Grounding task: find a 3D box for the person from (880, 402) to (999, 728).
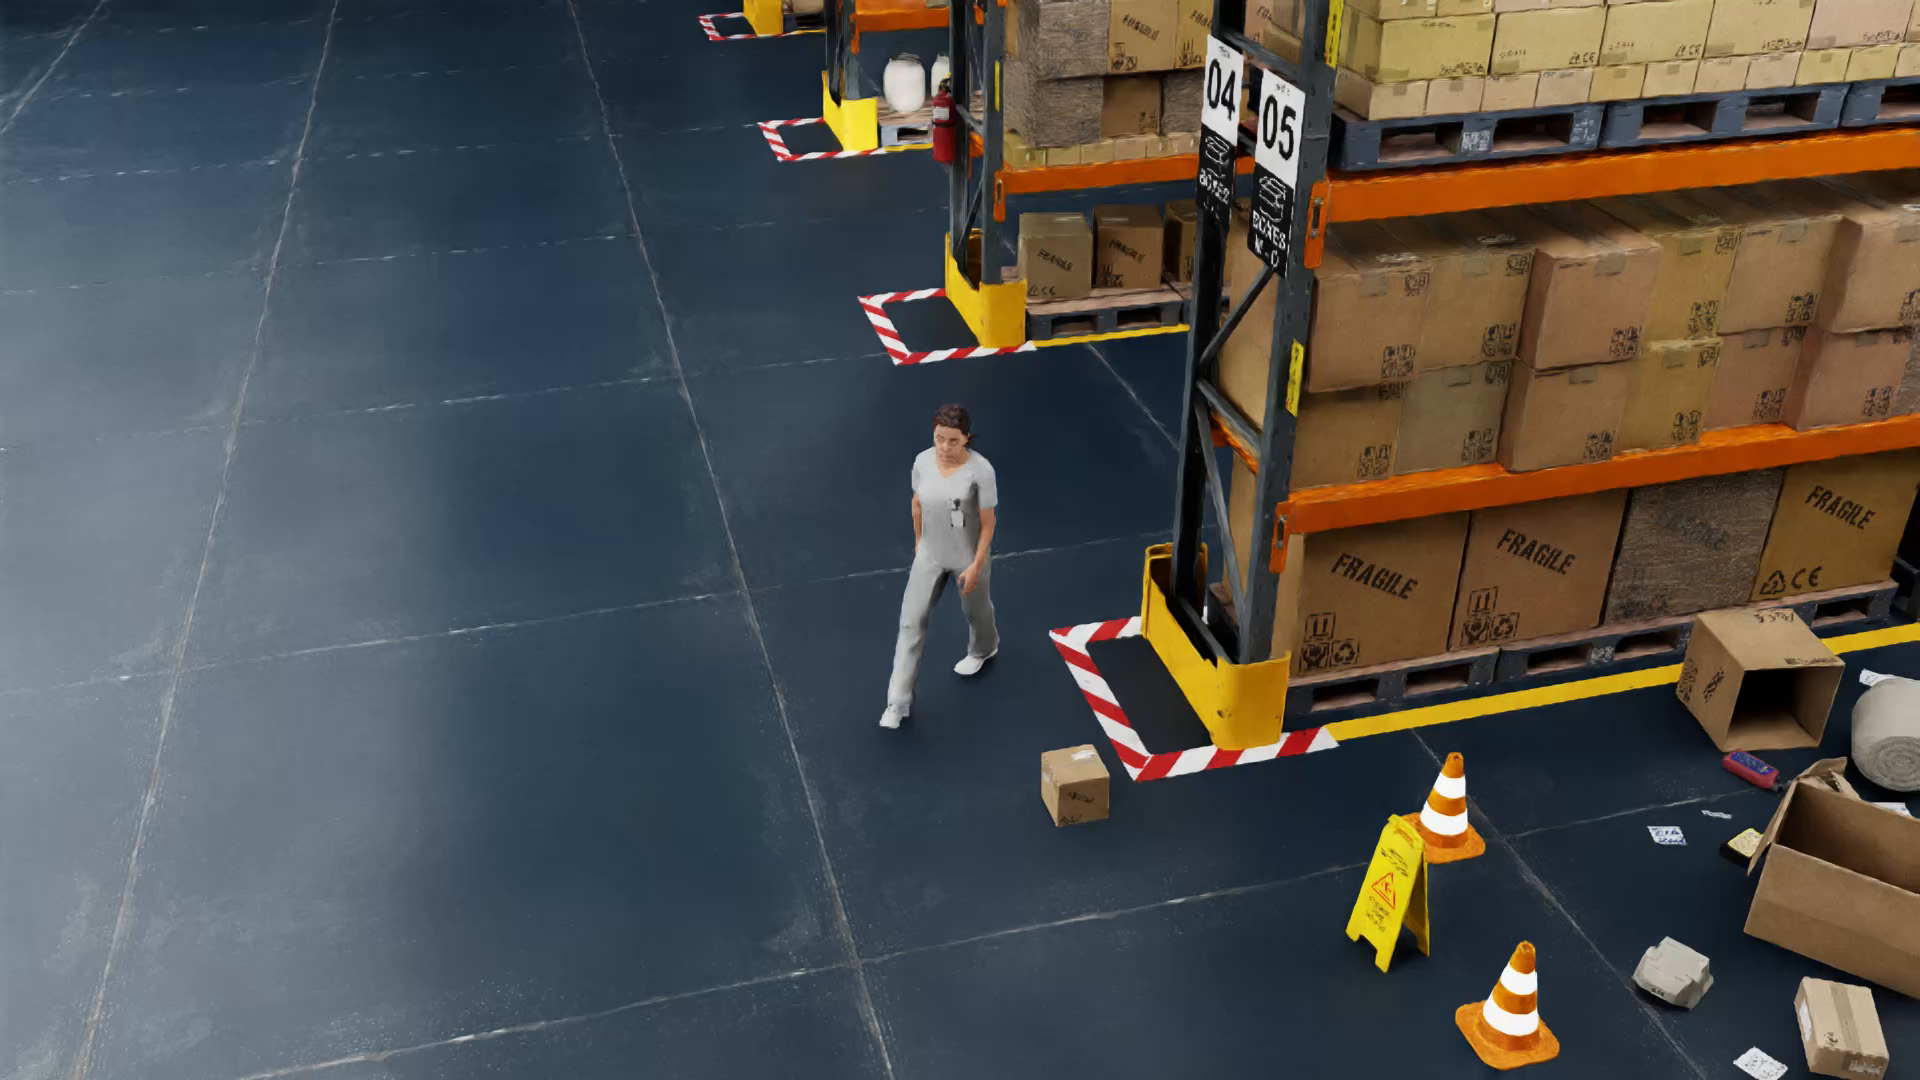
[{"bbox_3d":[-0.067,0.101,8.081,0.483,1.635,0.949,9,31,14],"label":"person"}]
